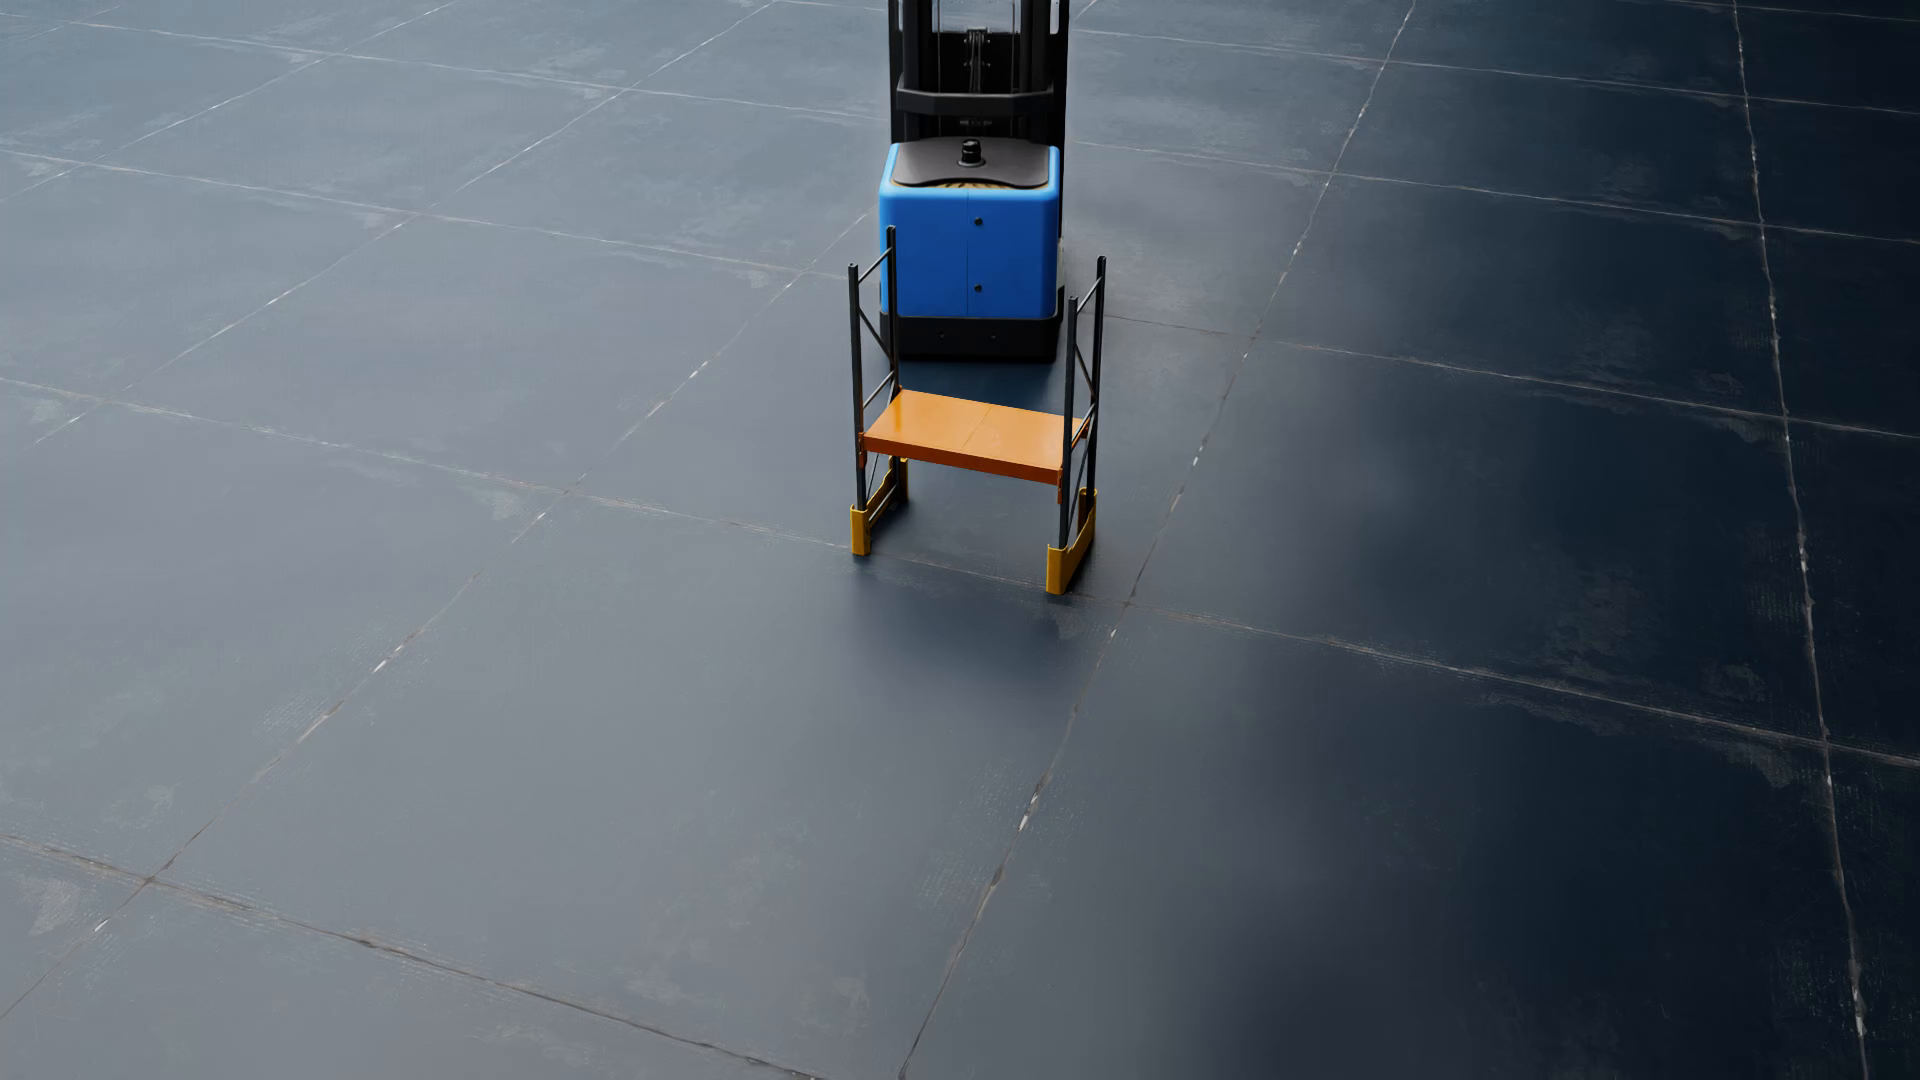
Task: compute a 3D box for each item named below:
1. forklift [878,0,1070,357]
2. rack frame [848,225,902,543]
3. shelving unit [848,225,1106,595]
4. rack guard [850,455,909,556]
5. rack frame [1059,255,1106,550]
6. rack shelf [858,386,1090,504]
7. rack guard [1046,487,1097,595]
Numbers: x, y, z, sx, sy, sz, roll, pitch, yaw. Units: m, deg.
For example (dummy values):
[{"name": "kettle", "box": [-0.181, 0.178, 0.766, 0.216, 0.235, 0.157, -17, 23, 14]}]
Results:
[{"name": "forklift", "box": [0.126, -3.082, 10.321, 1.130, 2.935, 3.031, 2, 33, 3]}, {"name": "rack frame", "box": [-0.398, -0.707, 7.963, 0.032, 1.500, 0.500, 11, 34, 16]}, {"name": "shelving unit", "box": [0.072, -0.616, 7.822, 1.083, 1.500, 0.587, 11, 34, 16]}, {"name": "rack guard", "box": [-0.397, -0.182, 8.302, 0.087, 0.250, 0.587, 11, 34, 16]}, {"name": "rack frame", "box": [0.559, -0.521, 7.675, 0.032, 1.500, 0.500, 11, 34, 16]}, {"name": "rack shelf", "box": [0.080, -0.463, 7.917, 1.000, 0.185, 0.538, 11, 34, 16]}, {"name": "rack guard", "box": [0.541, 0.000, 8.019, 0.087, 0.250, 0.587, 11, 34, 16]}]
